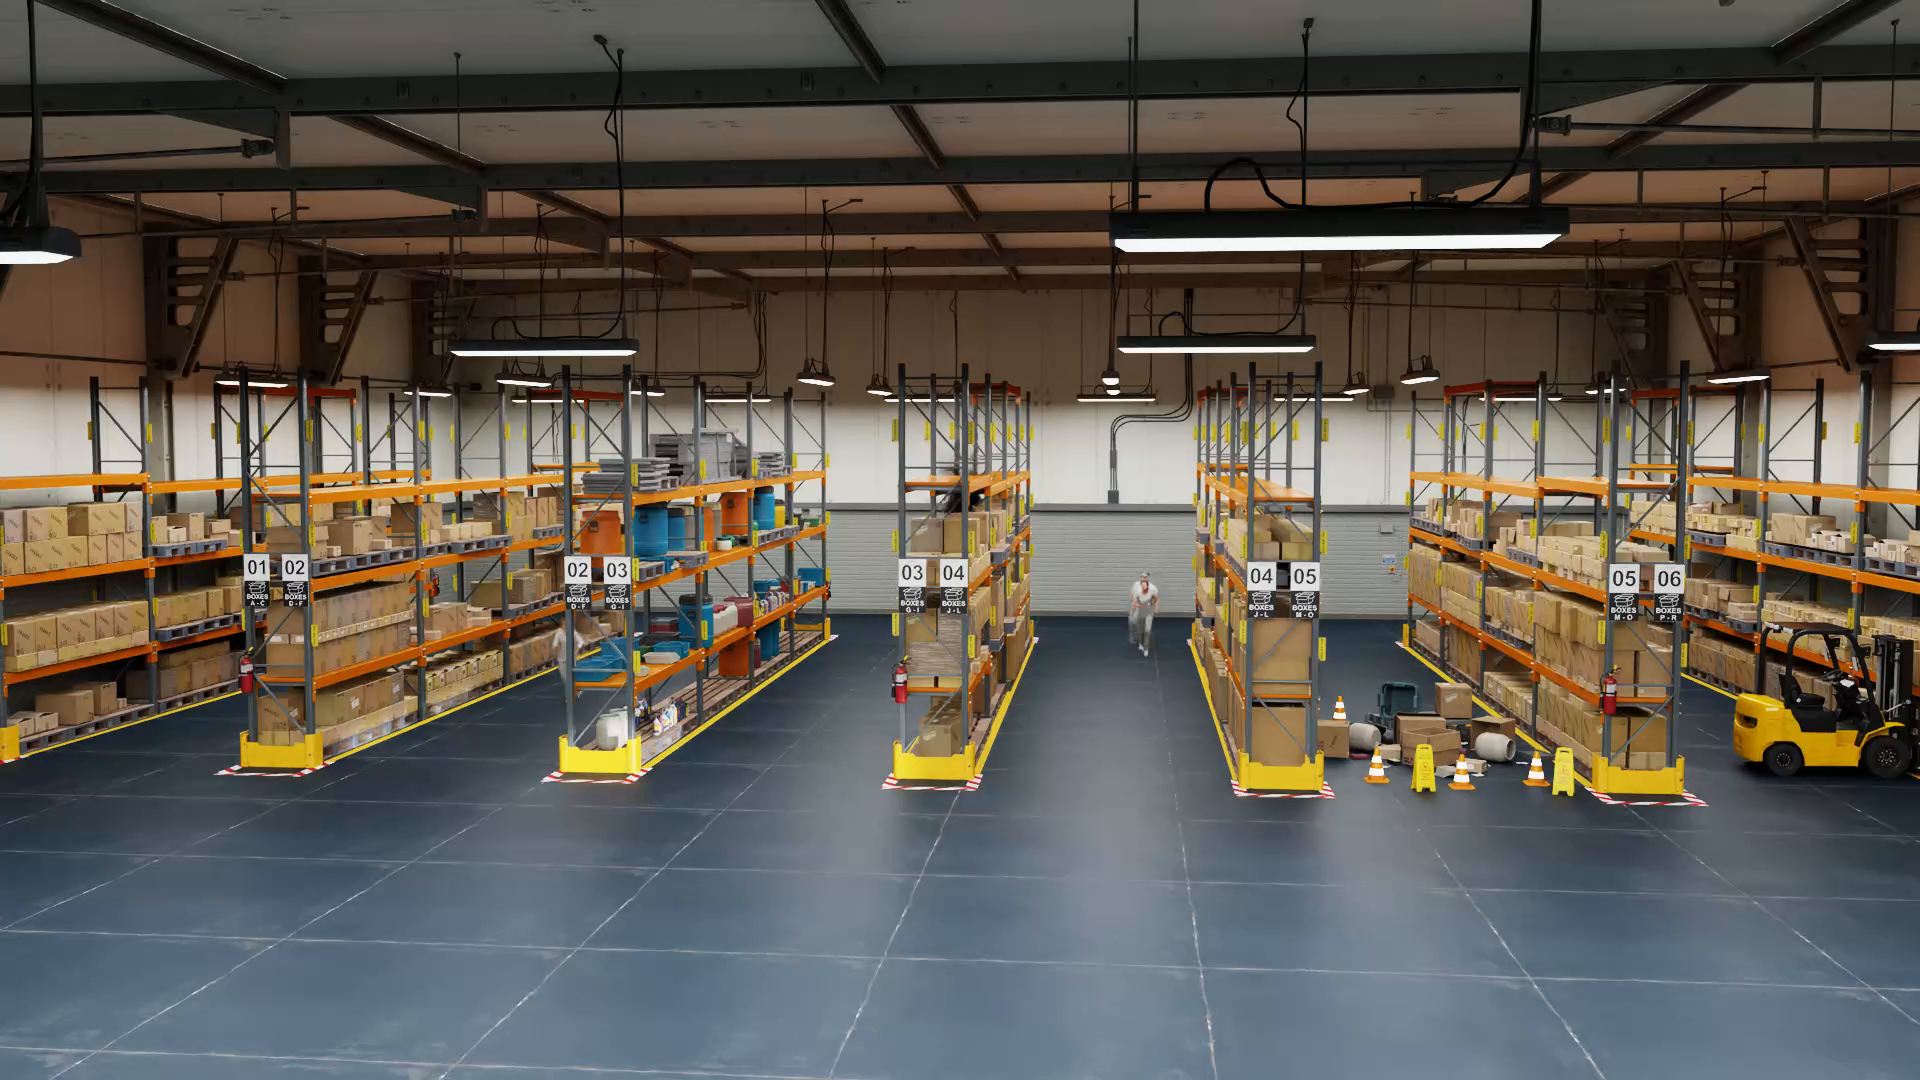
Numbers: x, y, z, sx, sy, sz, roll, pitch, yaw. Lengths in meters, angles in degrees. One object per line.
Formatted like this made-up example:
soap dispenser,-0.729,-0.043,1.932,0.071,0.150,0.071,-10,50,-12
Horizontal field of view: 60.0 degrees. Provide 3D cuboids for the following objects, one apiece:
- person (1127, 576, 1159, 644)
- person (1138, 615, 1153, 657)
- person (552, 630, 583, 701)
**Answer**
person,4.301,1.647,39.677,0.633,1.736,0.665,-3,5,-42
person,4.164,2.079,37.688,0.313,1.044,0.945,1,4,12
person,-7.257,2.343,30.759,0.518,1.388,0.454,0,4,-2
